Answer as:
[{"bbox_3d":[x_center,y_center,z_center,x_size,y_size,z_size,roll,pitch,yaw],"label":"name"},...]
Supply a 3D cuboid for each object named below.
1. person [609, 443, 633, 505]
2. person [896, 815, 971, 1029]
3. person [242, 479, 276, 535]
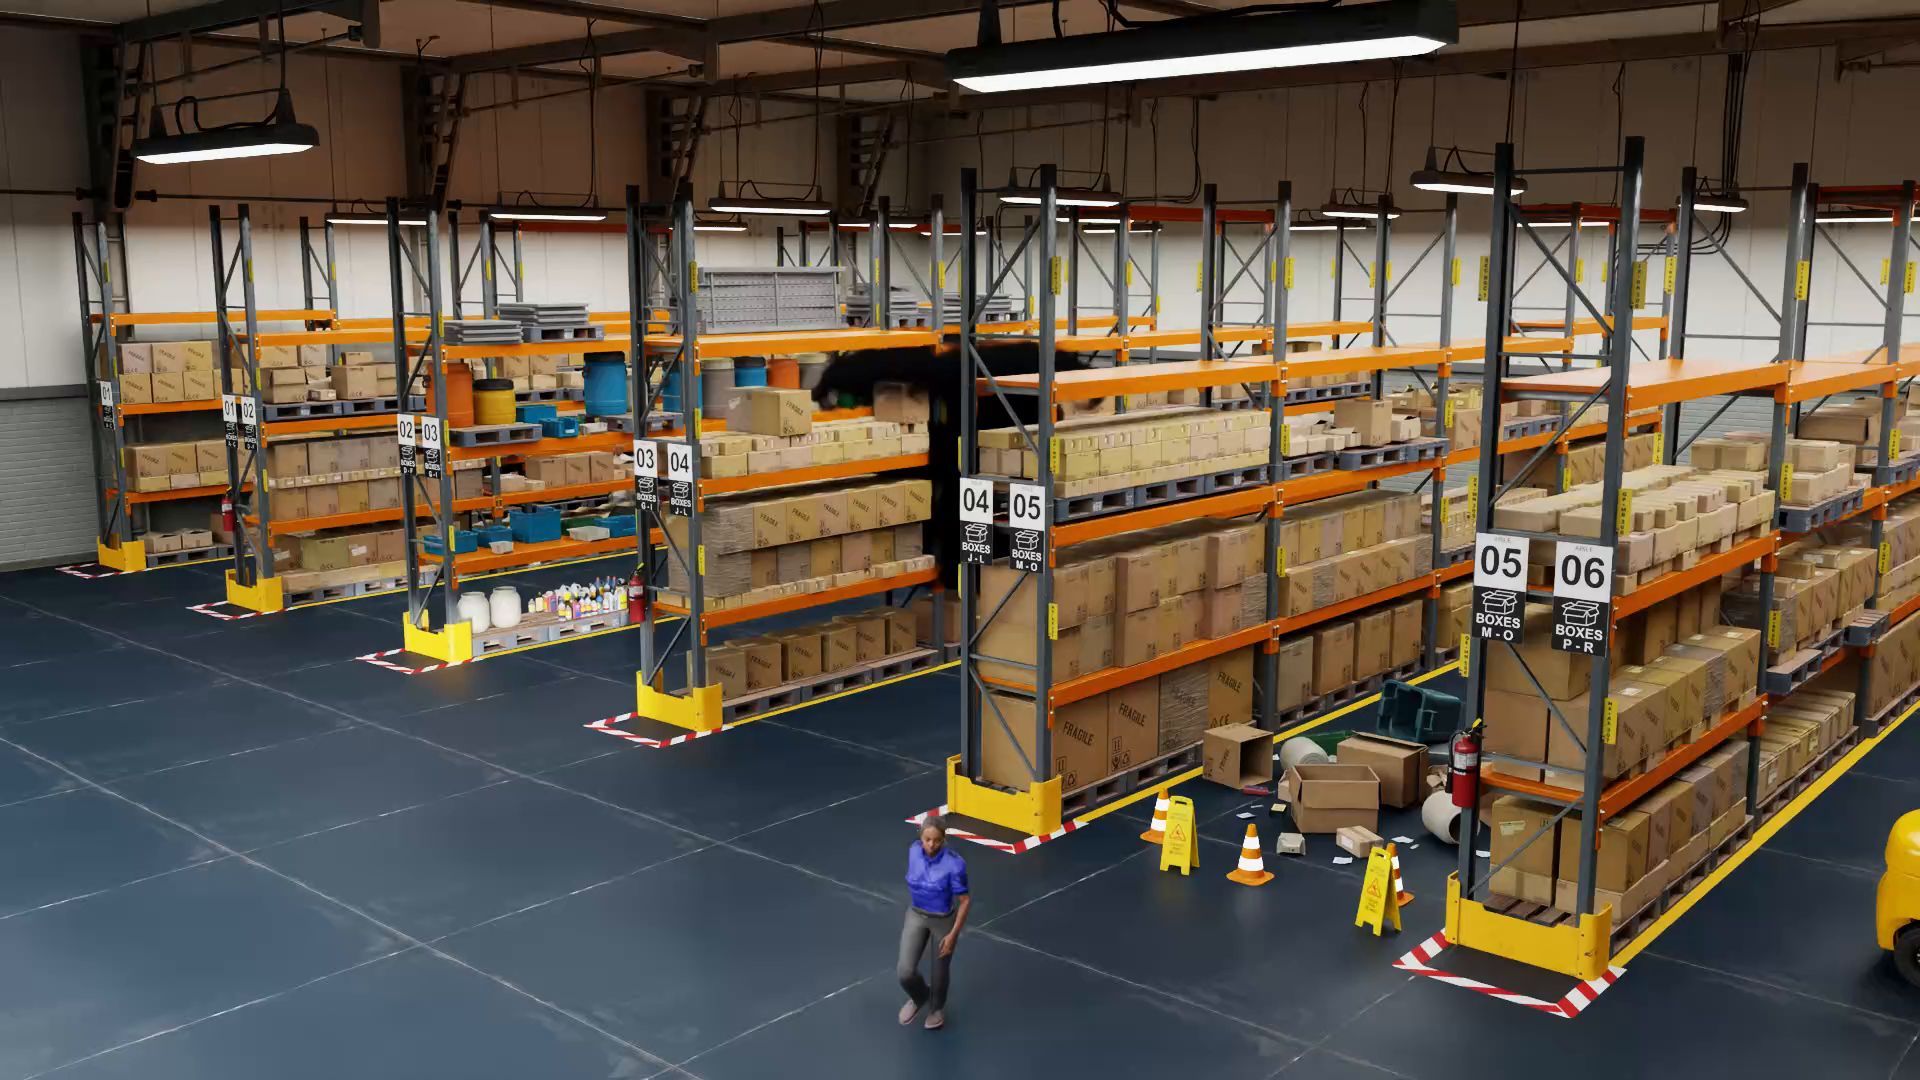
[{"bbox_3d":[-6.585,-1.002,32.377,0.688,1.632,0.678,9,13,44],"label":"person"},{"bbox_3d":[-0.169,2.560,11.088,0.558,1.598,0.700,3,10,16],"label":"person"},{"bbox_3d":[-11.232,-0.197,27.100,0.672,1.768,0.954,6,11,34],"label":"person"}]
